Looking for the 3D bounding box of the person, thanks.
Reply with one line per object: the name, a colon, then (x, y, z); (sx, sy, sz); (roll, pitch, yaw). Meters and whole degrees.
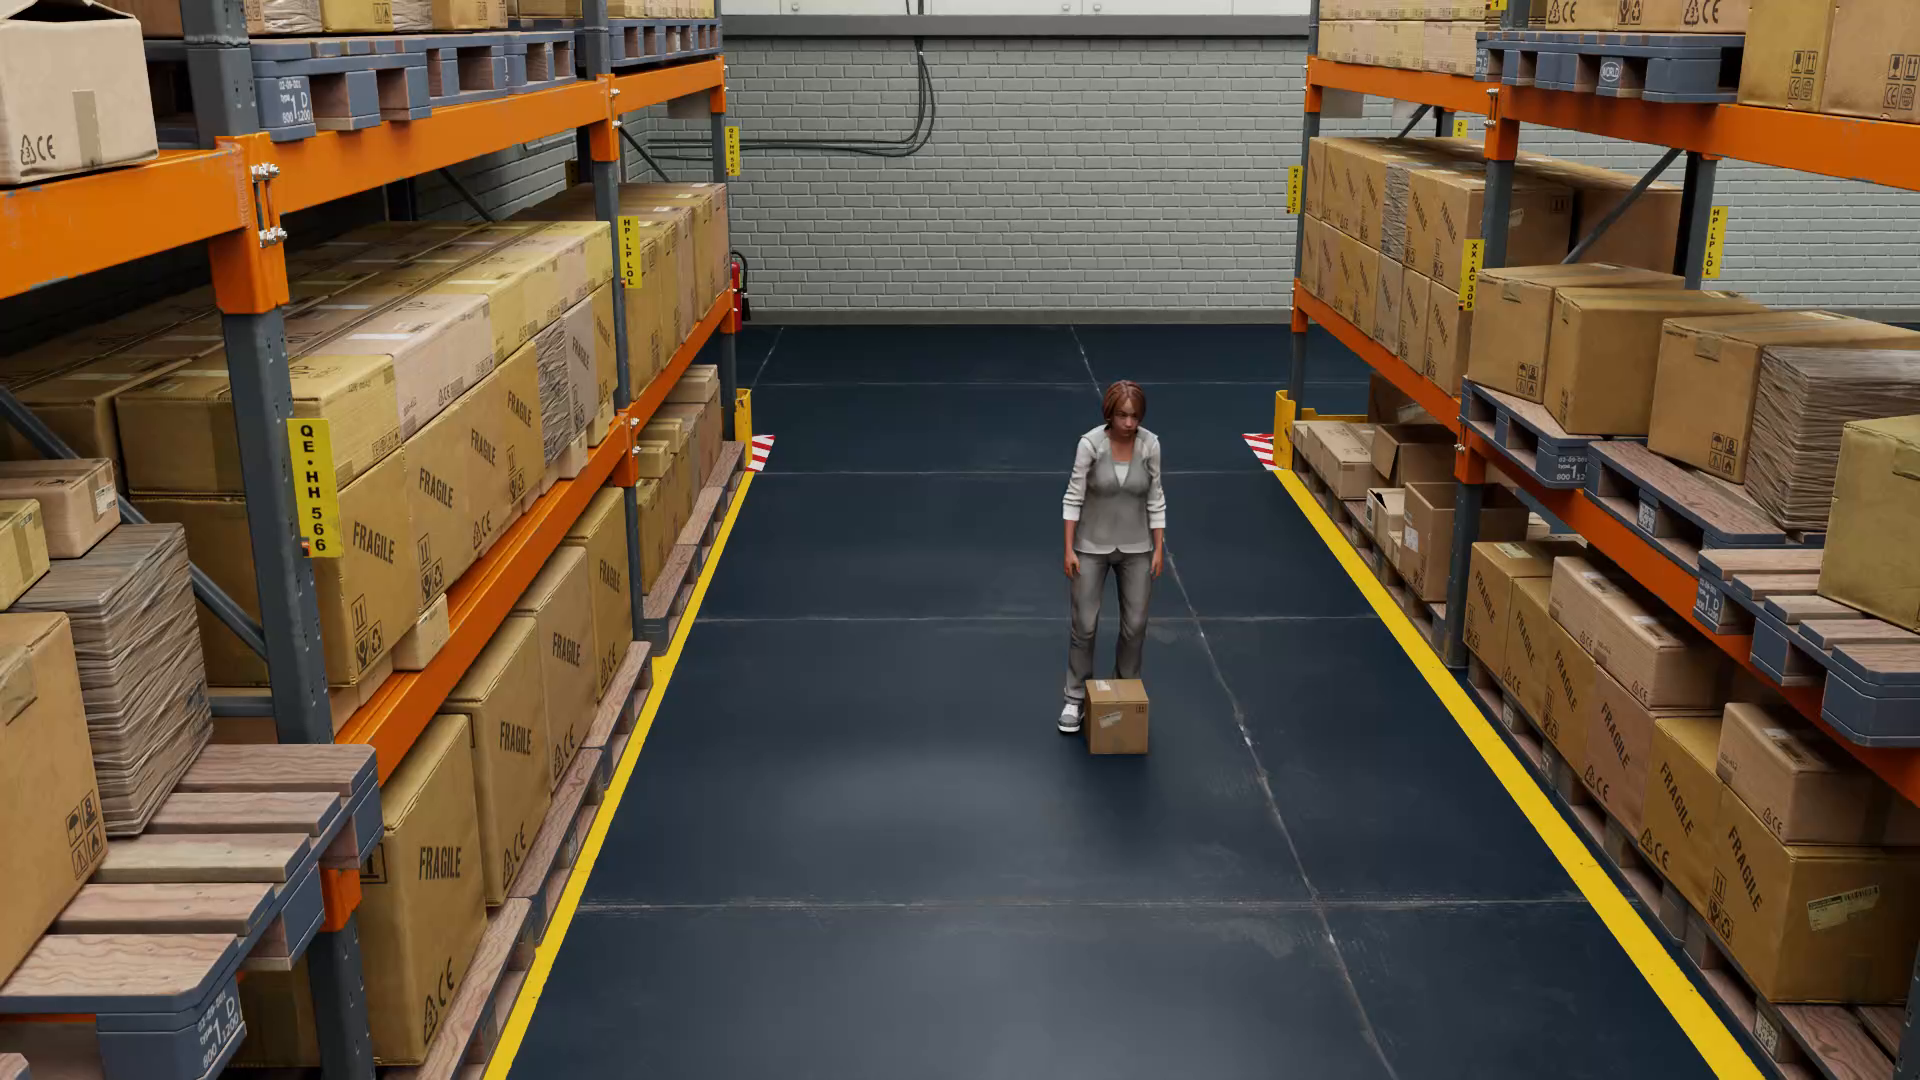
person: (0.675, 0.067, 7.355); (0.476, 1.592, 0.348); (-1, 17, -4)
